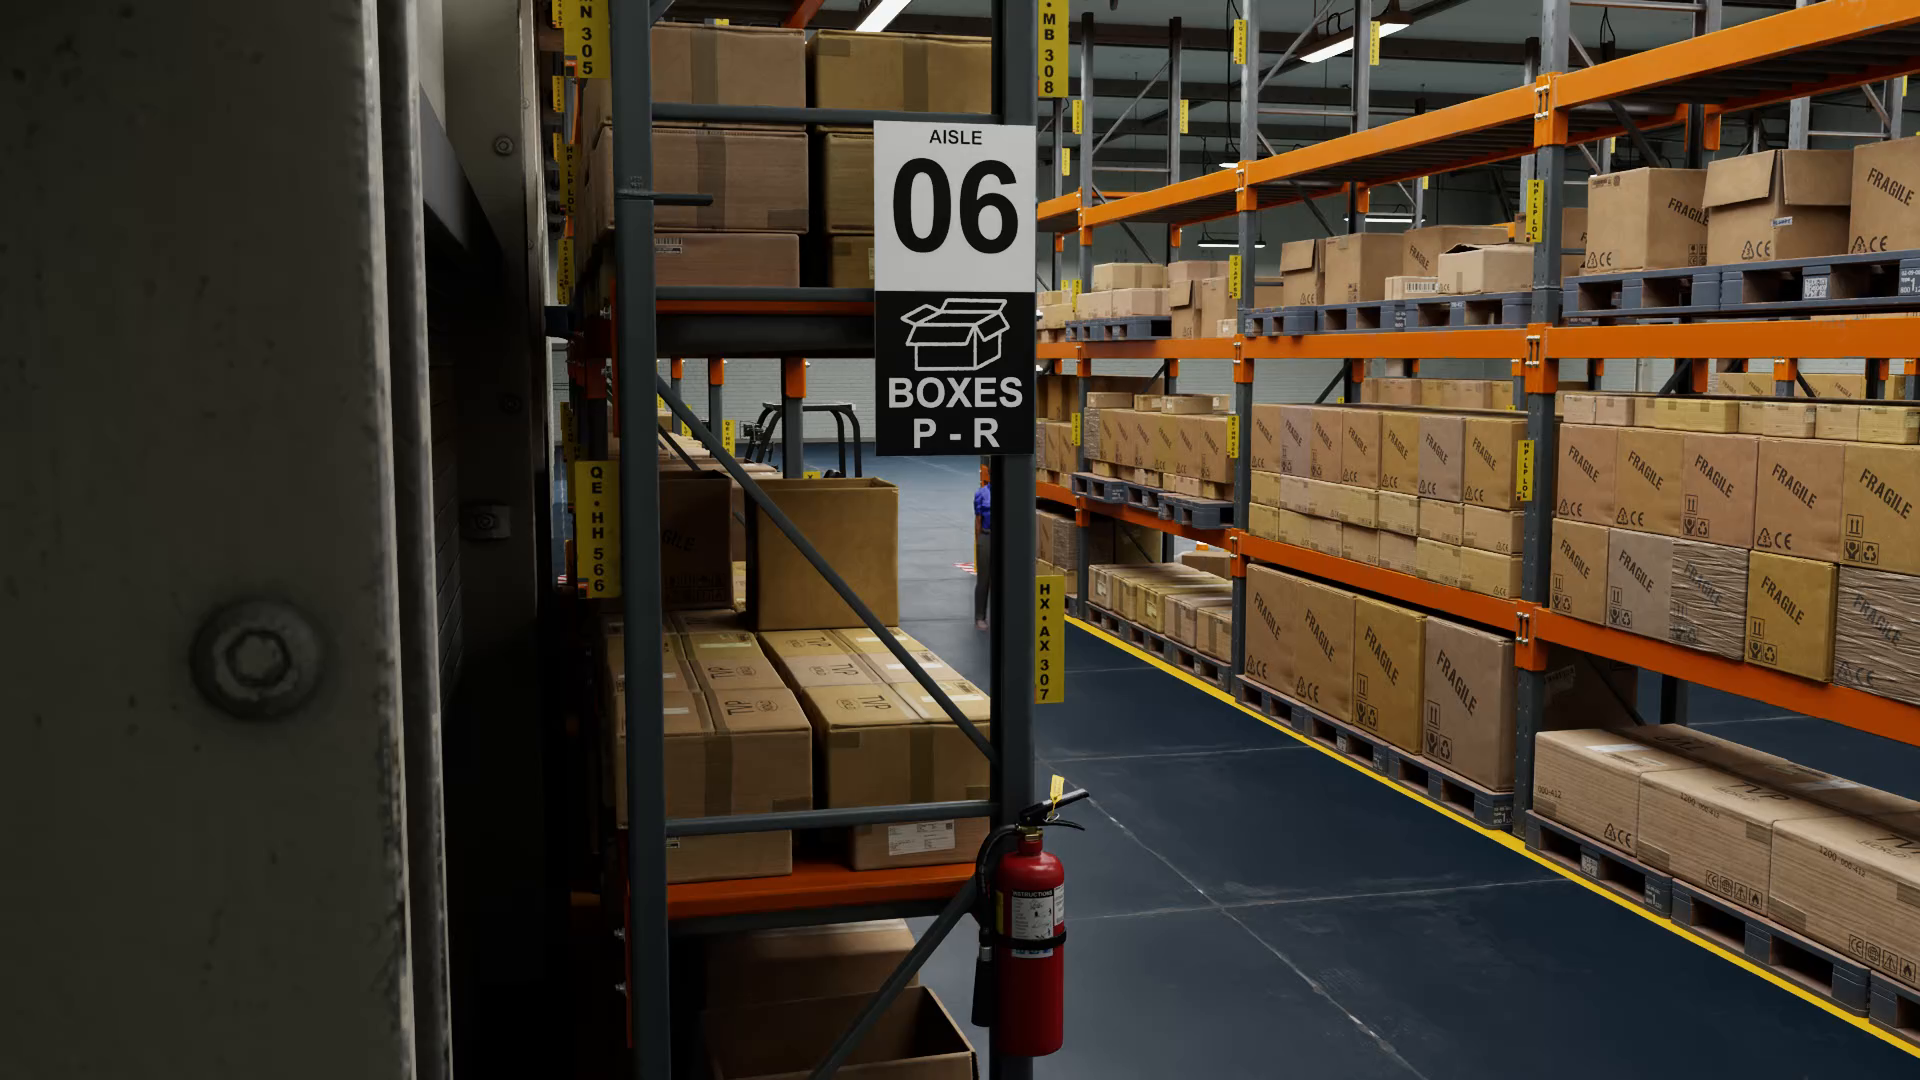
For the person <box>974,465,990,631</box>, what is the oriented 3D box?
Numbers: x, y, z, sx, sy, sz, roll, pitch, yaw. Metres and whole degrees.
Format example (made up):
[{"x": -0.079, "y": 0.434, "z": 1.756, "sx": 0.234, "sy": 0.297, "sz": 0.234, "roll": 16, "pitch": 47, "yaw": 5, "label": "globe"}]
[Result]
[{"x": 0.359, "y": 0.051, "z": 16.291, "sx": 0.437, "sy": 1.663, "sz": 0.304, "roll": -1, "pitch": 6, "yaw": -13, "label": "person"}]
